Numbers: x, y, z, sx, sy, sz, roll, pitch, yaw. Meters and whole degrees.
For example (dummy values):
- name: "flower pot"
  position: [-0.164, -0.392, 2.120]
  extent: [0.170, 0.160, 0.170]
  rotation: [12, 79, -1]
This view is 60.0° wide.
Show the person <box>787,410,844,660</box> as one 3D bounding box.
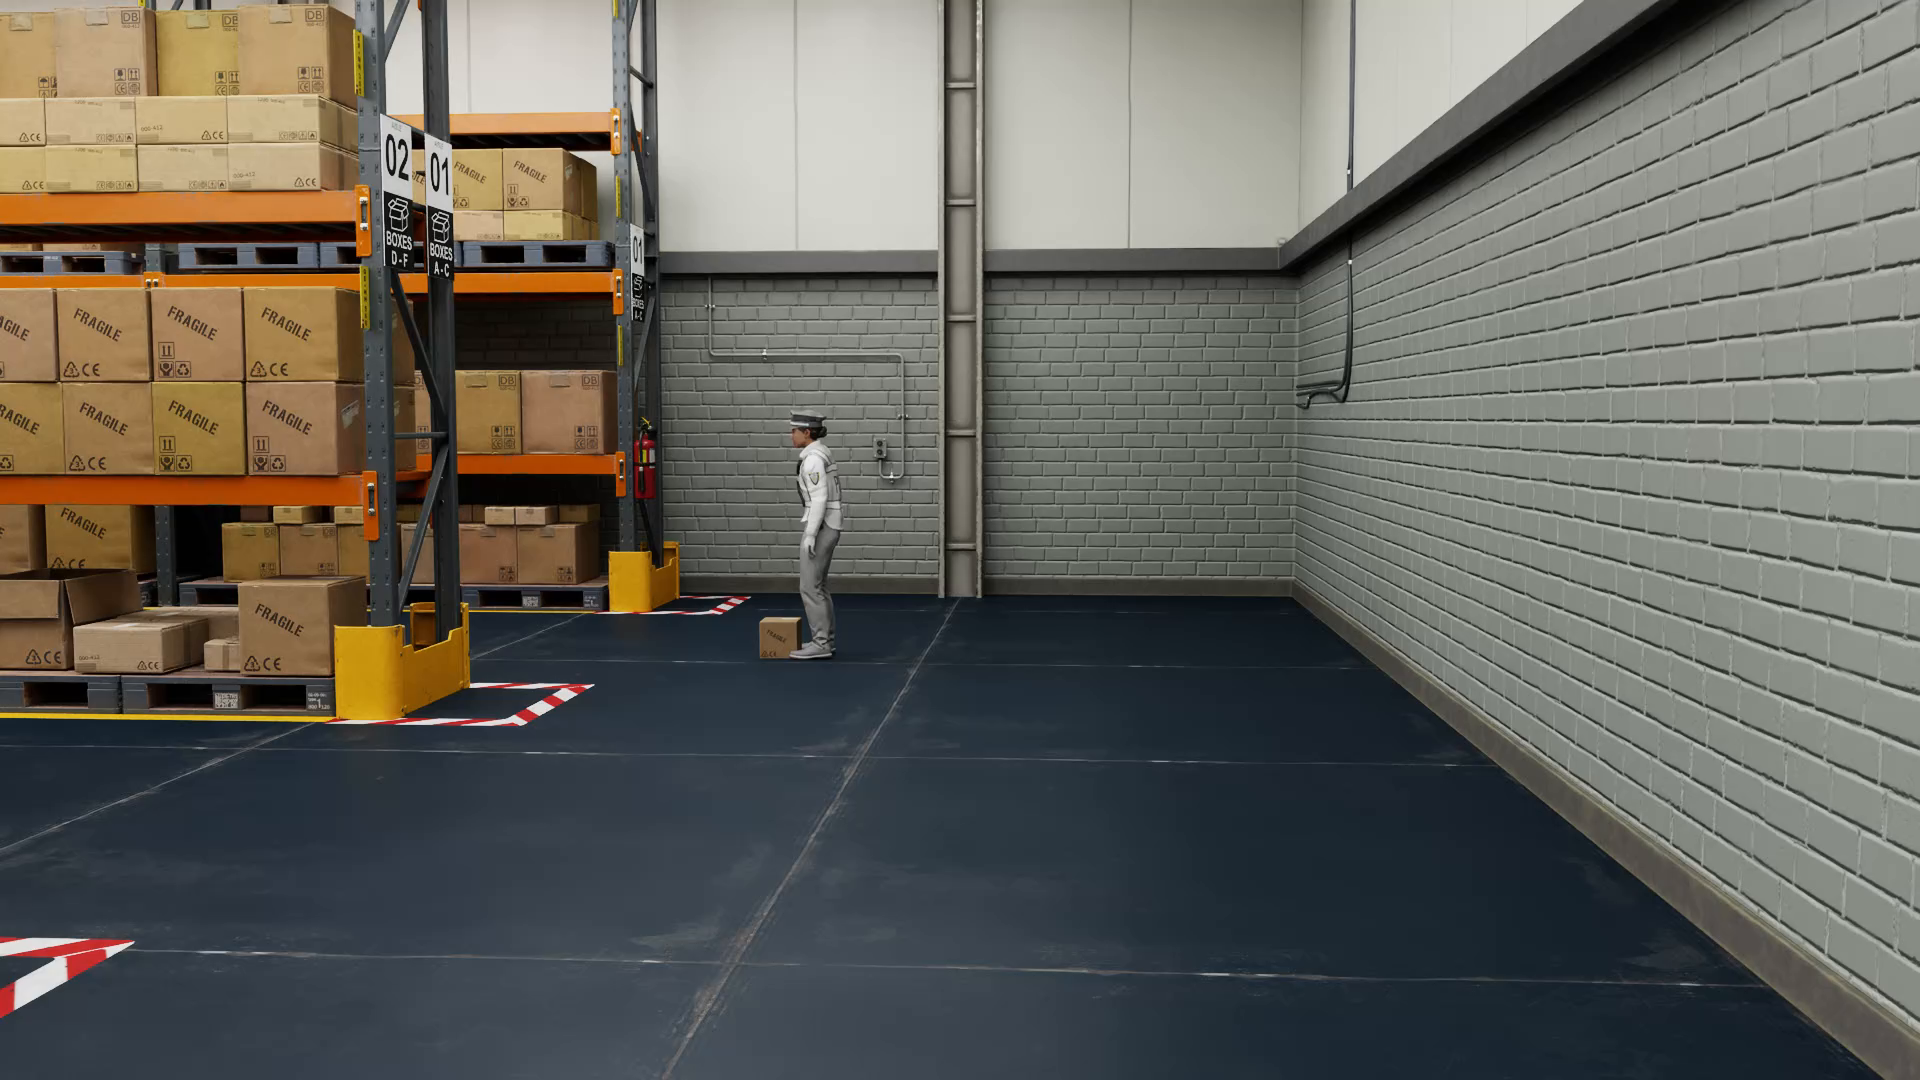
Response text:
- name: "person"
  position: [-0.967, -0.041, 11.165]
  extent: [0.376, 1.663, 0.544]
  rotation: [0, 4, 0]
